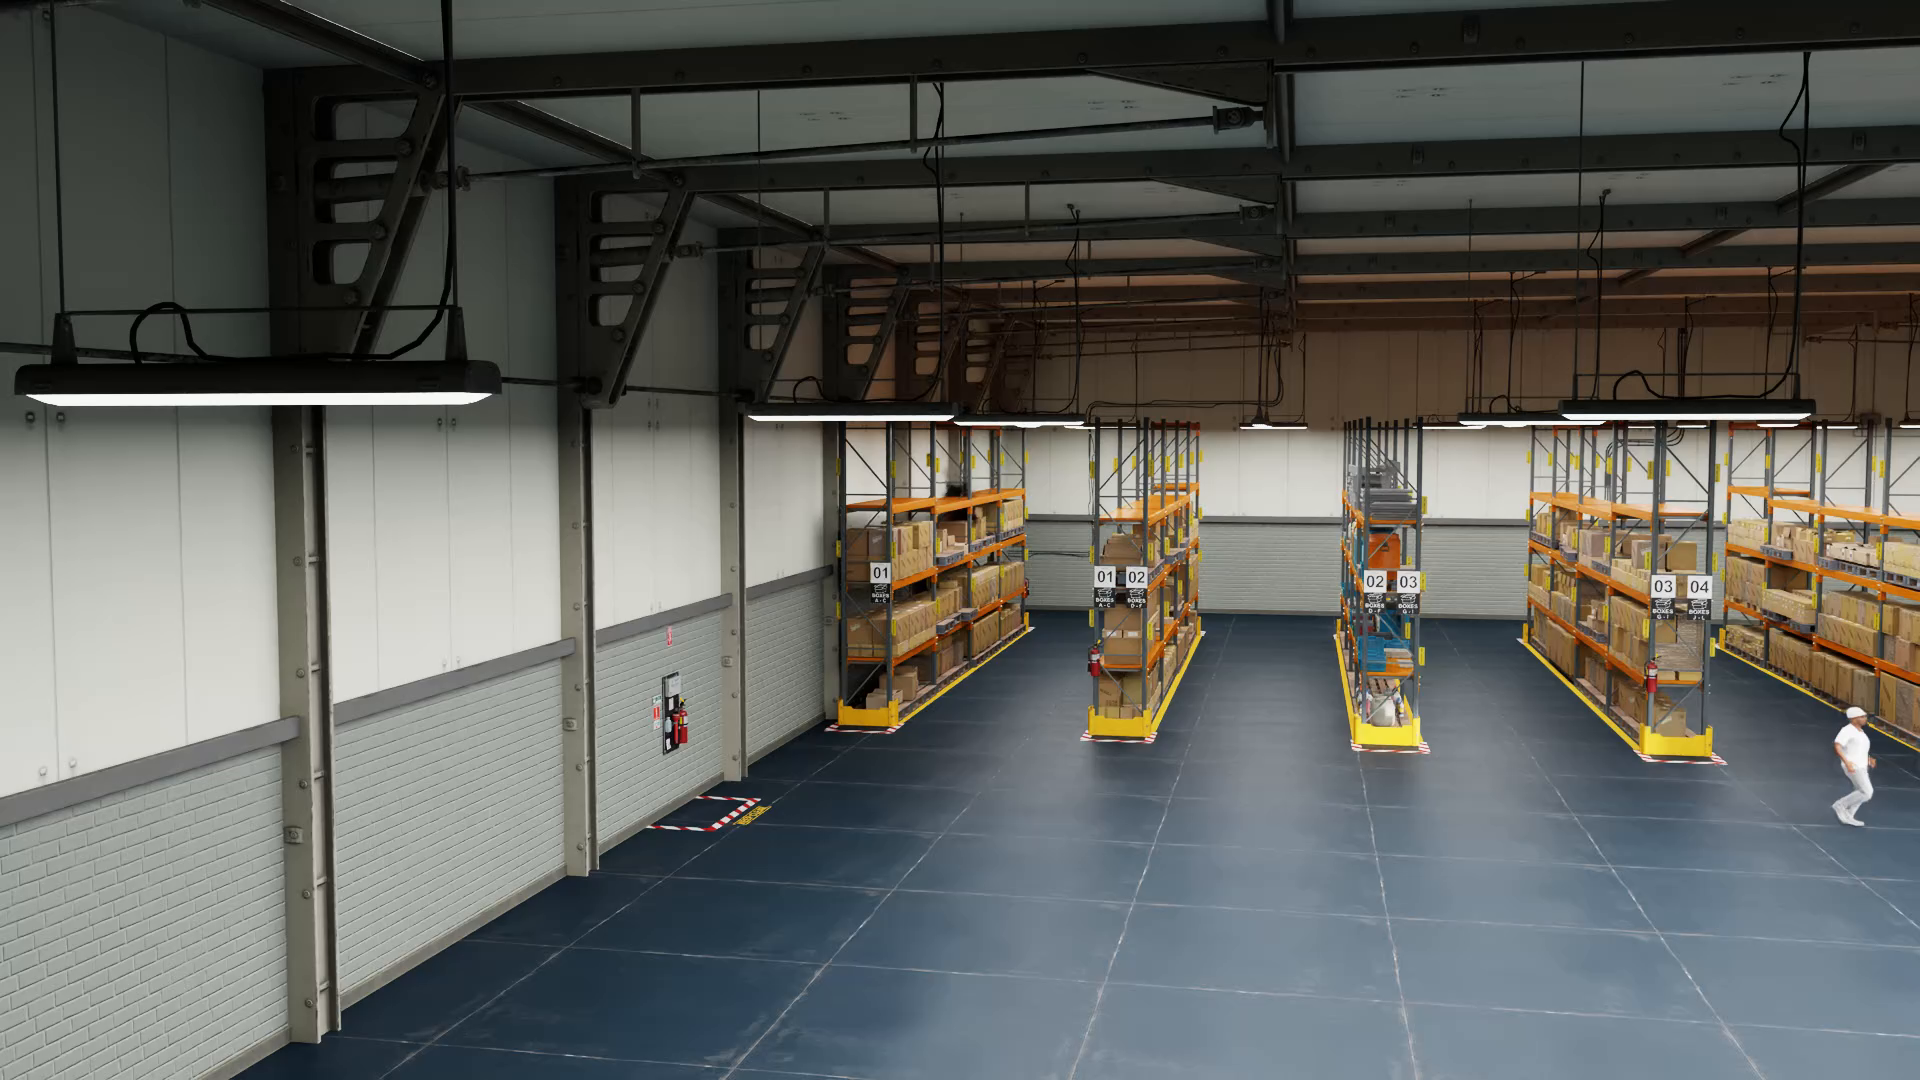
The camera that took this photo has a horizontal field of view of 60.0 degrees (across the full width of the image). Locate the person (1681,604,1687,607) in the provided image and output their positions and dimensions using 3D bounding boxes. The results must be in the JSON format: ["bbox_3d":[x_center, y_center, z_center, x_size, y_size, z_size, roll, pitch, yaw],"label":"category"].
[{"bbox_3d":[18.698,2.113,42.926,0.609,1.616,0.562,1,4,15],"label":"person"}]

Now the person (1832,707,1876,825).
[{"bbox_3d":[13.002,3.289,24.161,0.524,1.726,0.704,4,5,44],"label":"person"}]
